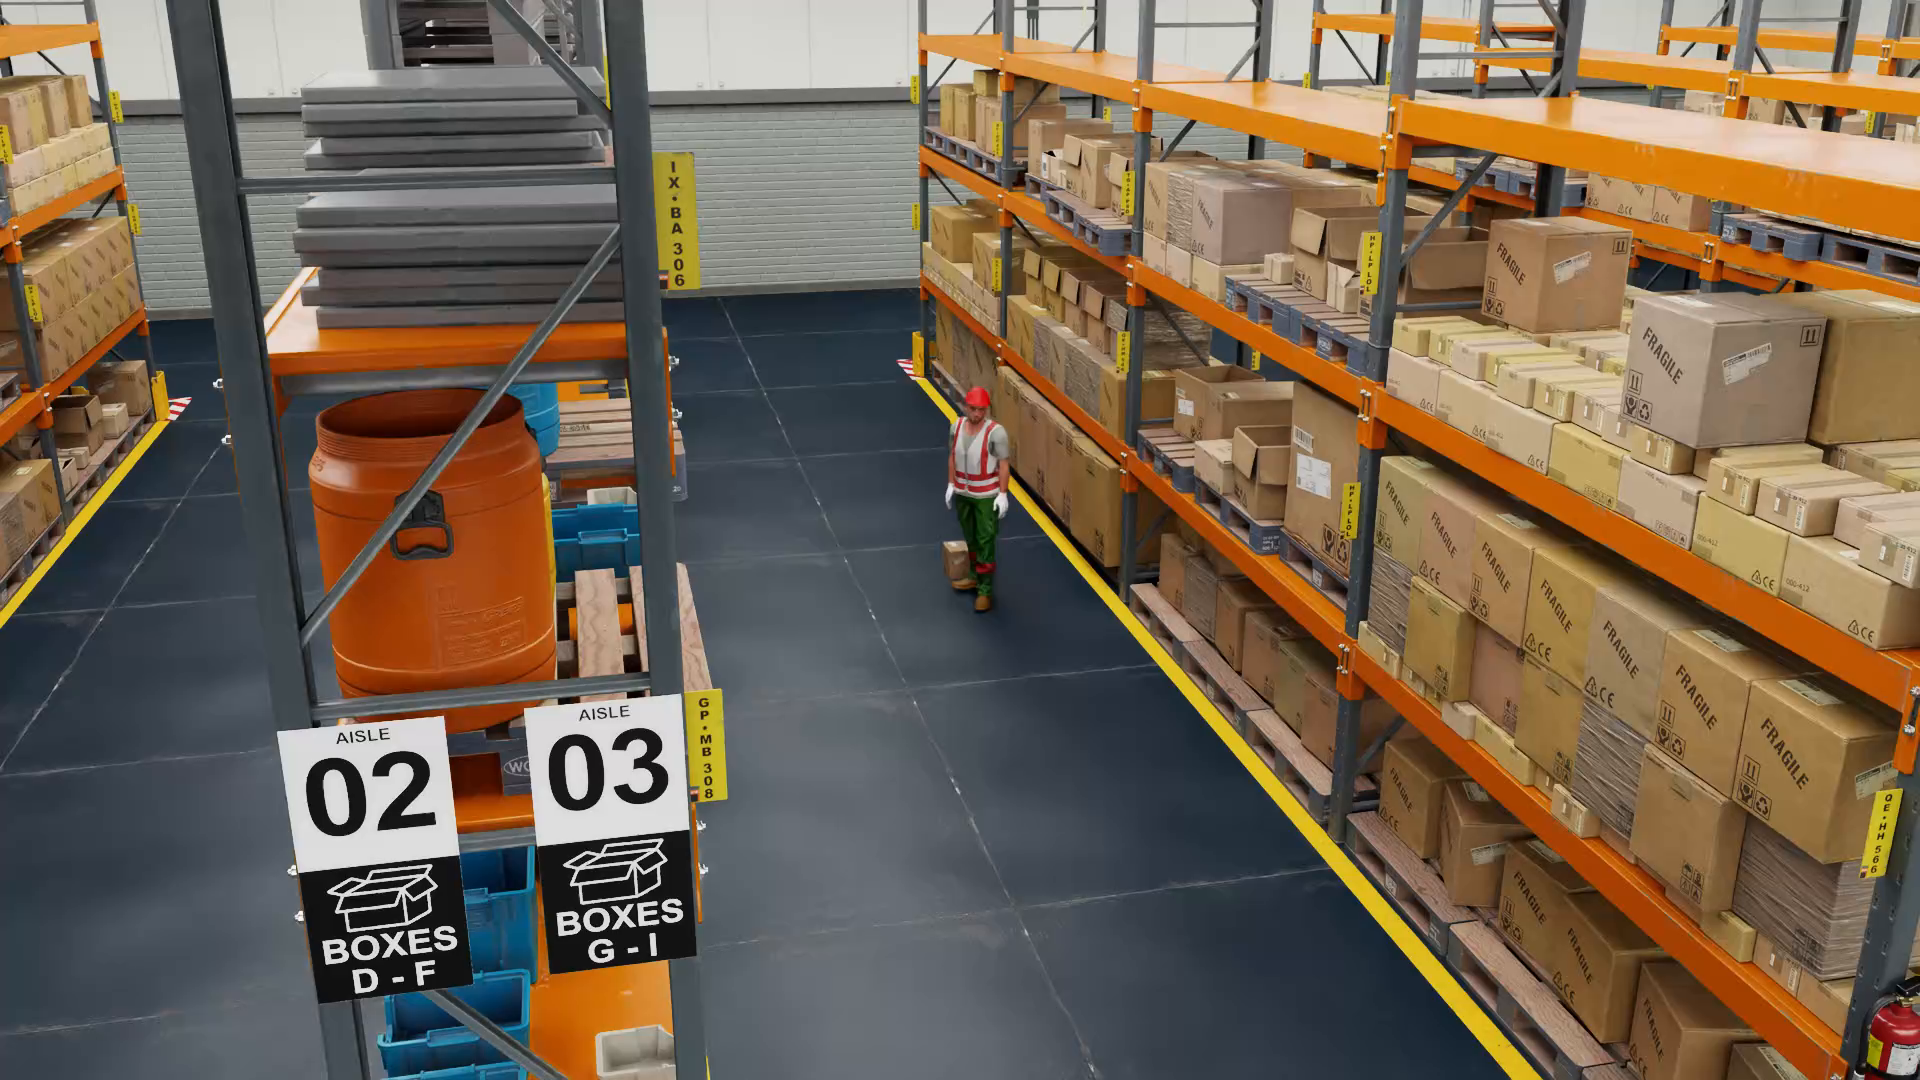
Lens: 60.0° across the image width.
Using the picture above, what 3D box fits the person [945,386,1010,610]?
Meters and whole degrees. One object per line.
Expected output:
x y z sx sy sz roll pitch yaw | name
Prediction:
0.131 -0.362 13.352 0.564 1.787 0.531 14 24 34 | person
